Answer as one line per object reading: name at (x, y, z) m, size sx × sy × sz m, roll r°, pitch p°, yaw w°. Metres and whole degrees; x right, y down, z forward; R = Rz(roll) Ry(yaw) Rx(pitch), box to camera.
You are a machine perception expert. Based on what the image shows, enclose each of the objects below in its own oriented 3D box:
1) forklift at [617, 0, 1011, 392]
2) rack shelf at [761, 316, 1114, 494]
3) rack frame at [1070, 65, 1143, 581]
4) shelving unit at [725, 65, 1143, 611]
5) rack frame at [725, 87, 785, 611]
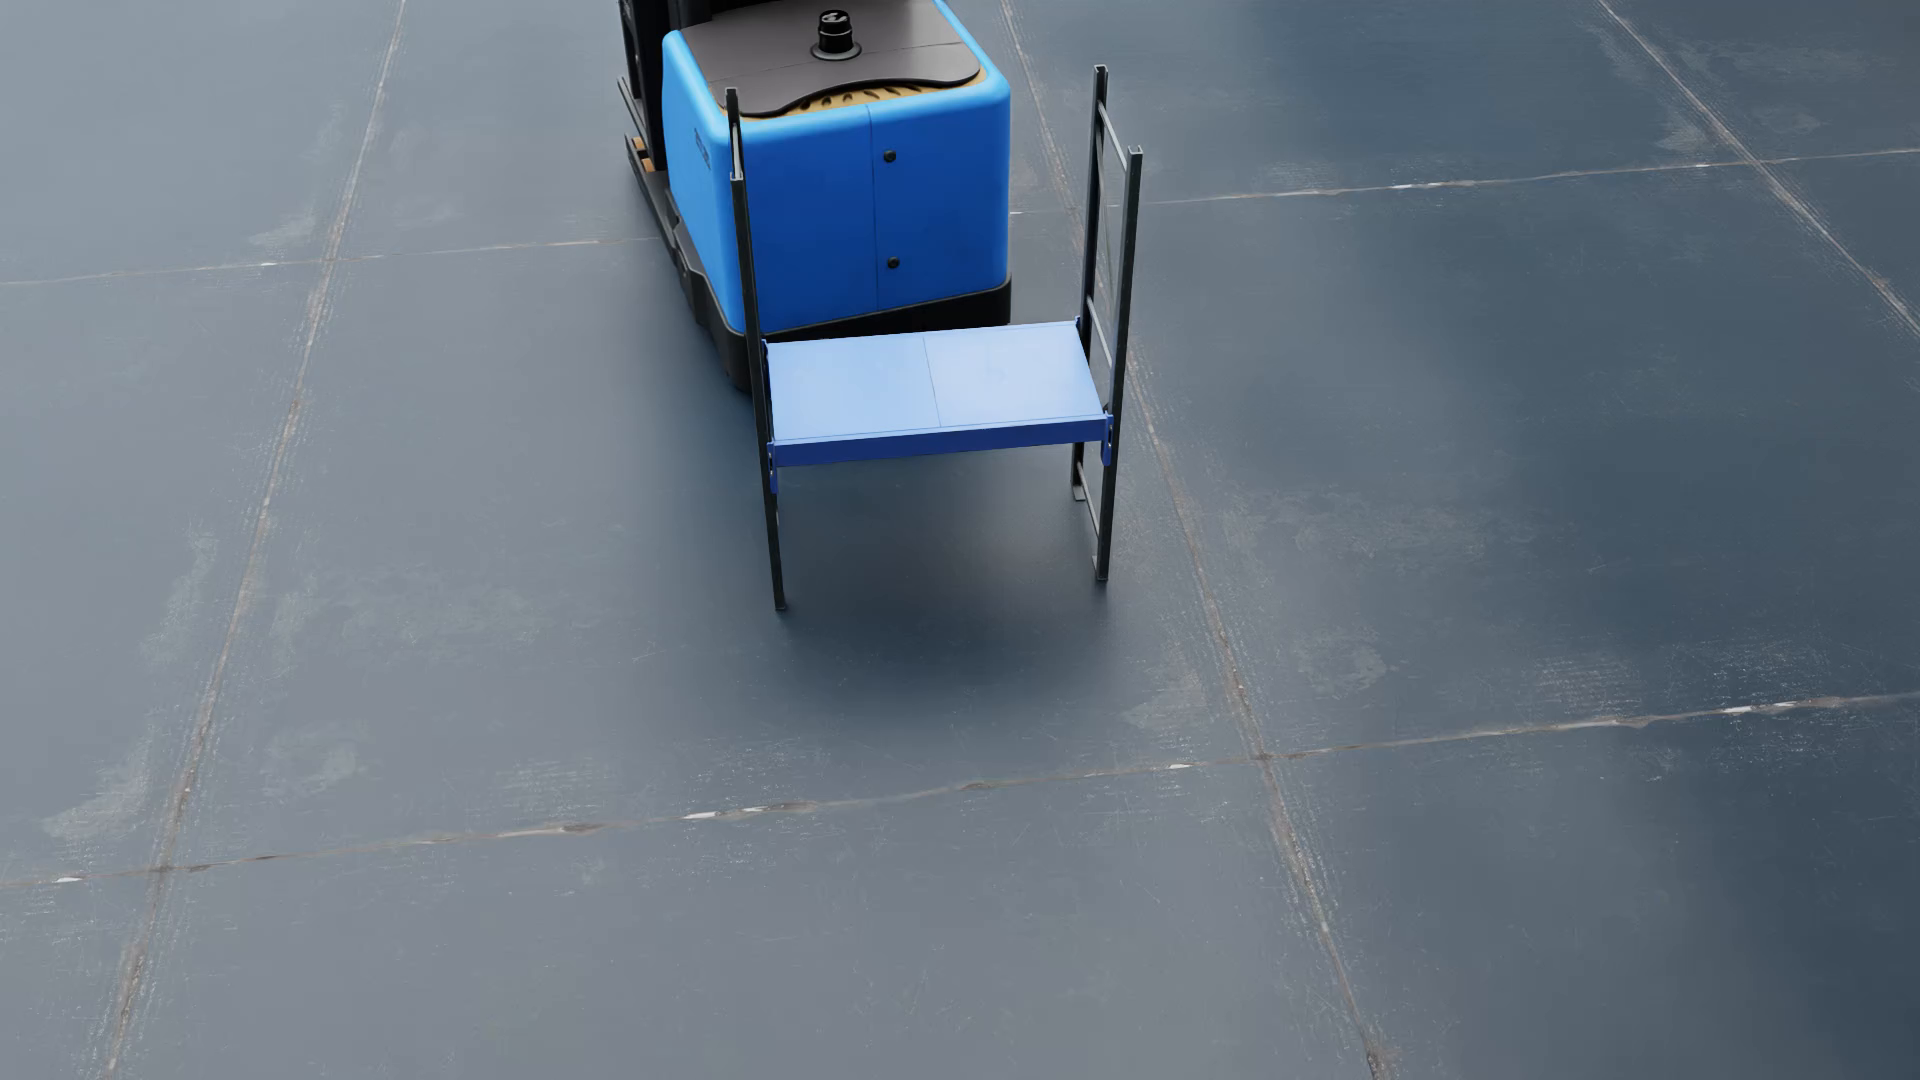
forklift at (-0.784, -2.606, 6.088) m, size 1.130 × 2.935 × 3.031 m, roll -13°, pitch 44°, yaw -14°
rack shelf at (-0.085, -0.416, 4.997) m, size 1.000 × 0.185 × 0.538 m, roll -5°, pitch 42°, yaw -6°
rack frame at (0.419, -0.594, 4.926) m, size 0.032 × 1.500 × 0.500 m, roll -5°, pitch 42°, yaw -6°
shelving unit at (-0.085, -0.550, 4.877) m, size 1.048 × 1.500 × 0.538 m, roll -5°, pitch 42°, yaw -6°
rack frame at (-0.589, -0.505, 4.828) m, size 0.032 × 1.500 × 0.500 m, roll -5°, pitch 42°, yaw -6°
